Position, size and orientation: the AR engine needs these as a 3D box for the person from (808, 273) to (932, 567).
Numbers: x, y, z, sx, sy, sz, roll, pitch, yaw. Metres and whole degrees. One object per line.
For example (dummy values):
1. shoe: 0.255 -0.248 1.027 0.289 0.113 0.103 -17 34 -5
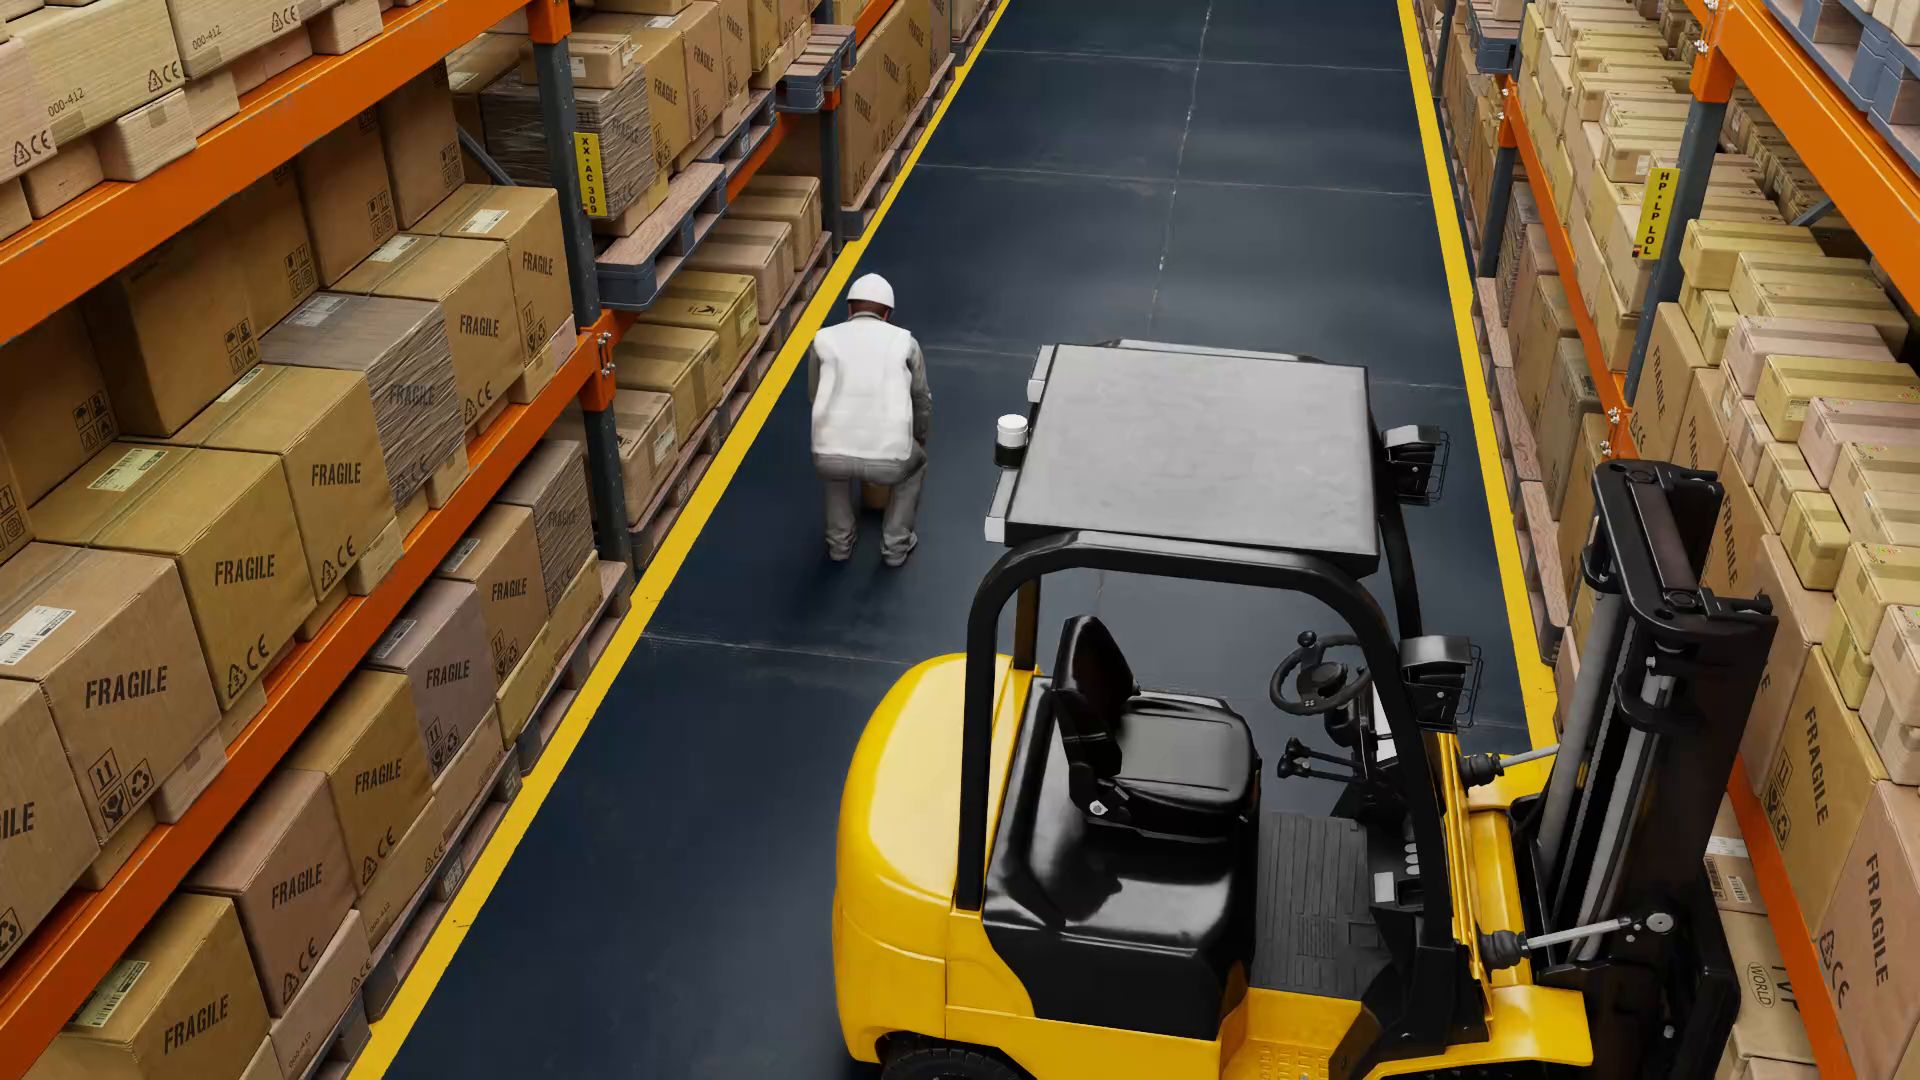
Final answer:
1. person: -0.434 -0.517 7.492 0.568 1.182 0.861 5 32 8
